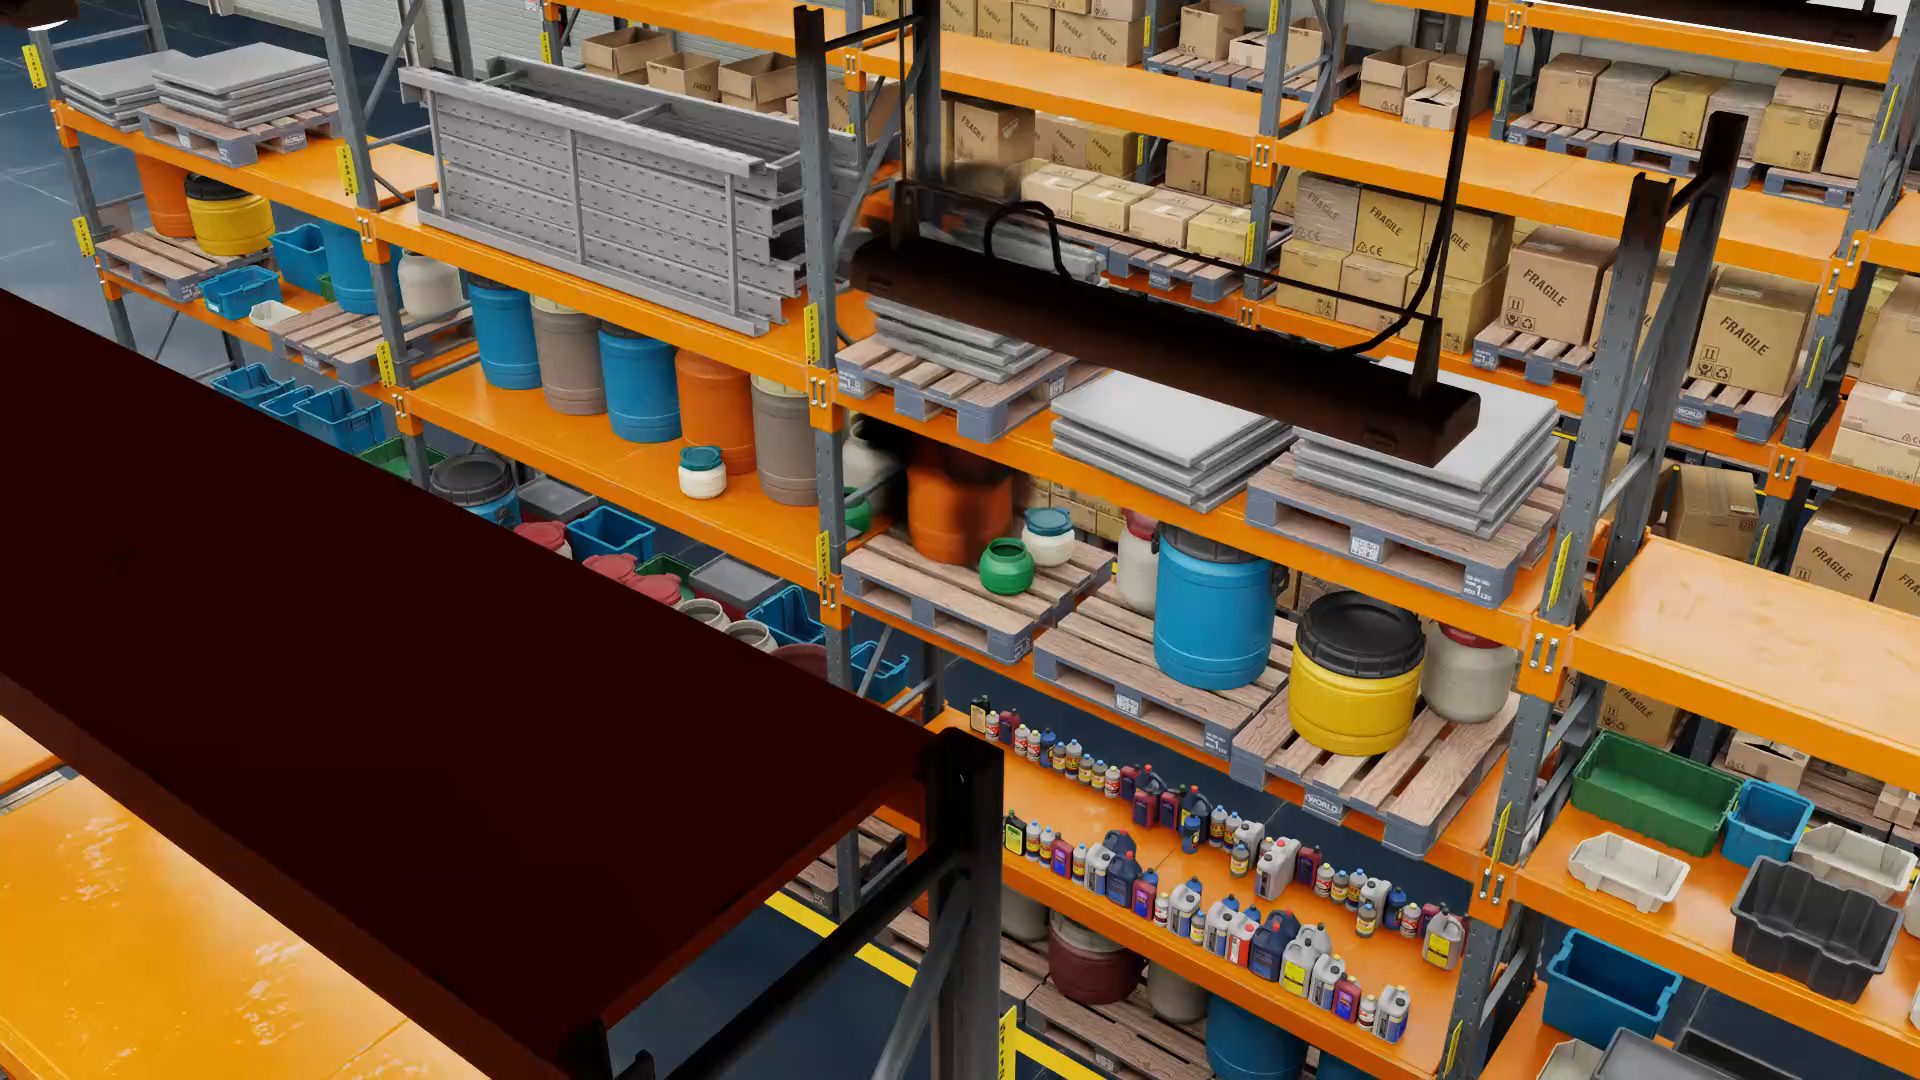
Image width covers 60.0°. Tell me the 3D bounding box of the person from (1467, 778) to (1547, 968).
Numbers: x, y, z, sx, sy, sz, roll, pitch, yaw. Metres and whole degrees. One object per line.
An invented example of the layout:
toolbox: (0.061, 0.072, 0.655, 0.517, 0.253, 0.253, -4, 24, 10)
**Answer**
person: (3.383, 1.988, 10.191, 0.618, 1.647, 0.601, 19, 36, 28)

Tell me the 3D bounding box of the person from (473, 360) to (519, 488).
person: (-4.268, -1.123, 15.502, 0.626, 1.695, 0.706, -5, 32, -7)
